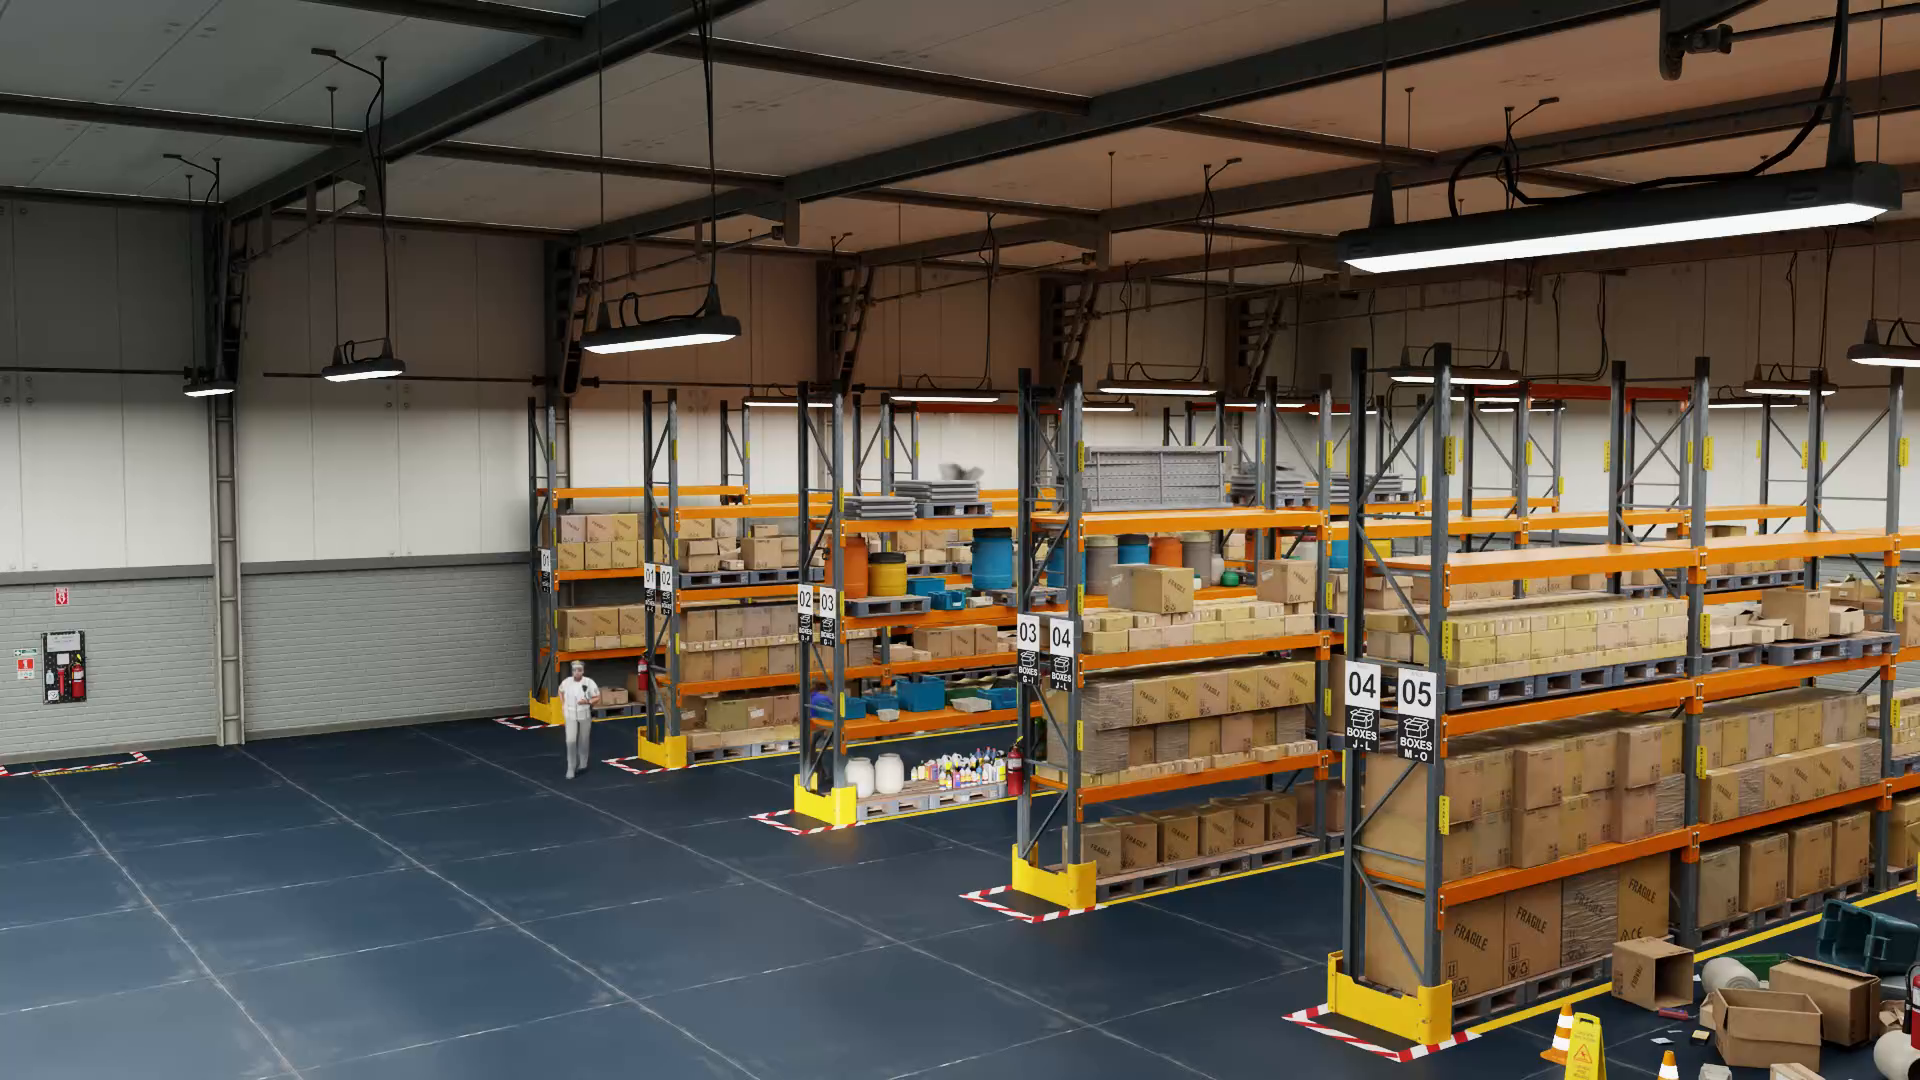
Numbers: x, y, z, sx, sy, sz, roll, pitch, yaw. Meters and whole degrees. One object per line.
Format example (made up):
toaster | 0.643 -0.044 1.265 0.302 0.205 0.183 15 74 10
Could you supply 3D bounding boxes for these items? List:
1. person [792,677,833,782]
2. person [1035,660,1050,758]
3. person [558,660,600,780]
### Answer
person | -2.210 2.887 24.965 0.690 1.656 0.584 -3 5 -42
person | 1.506 2.667 27.300 0.787 1.785 0.648 -2 4 -29
person | -5.894 2.764 25.721 0.651 1.833 0.760 0 3 -7
